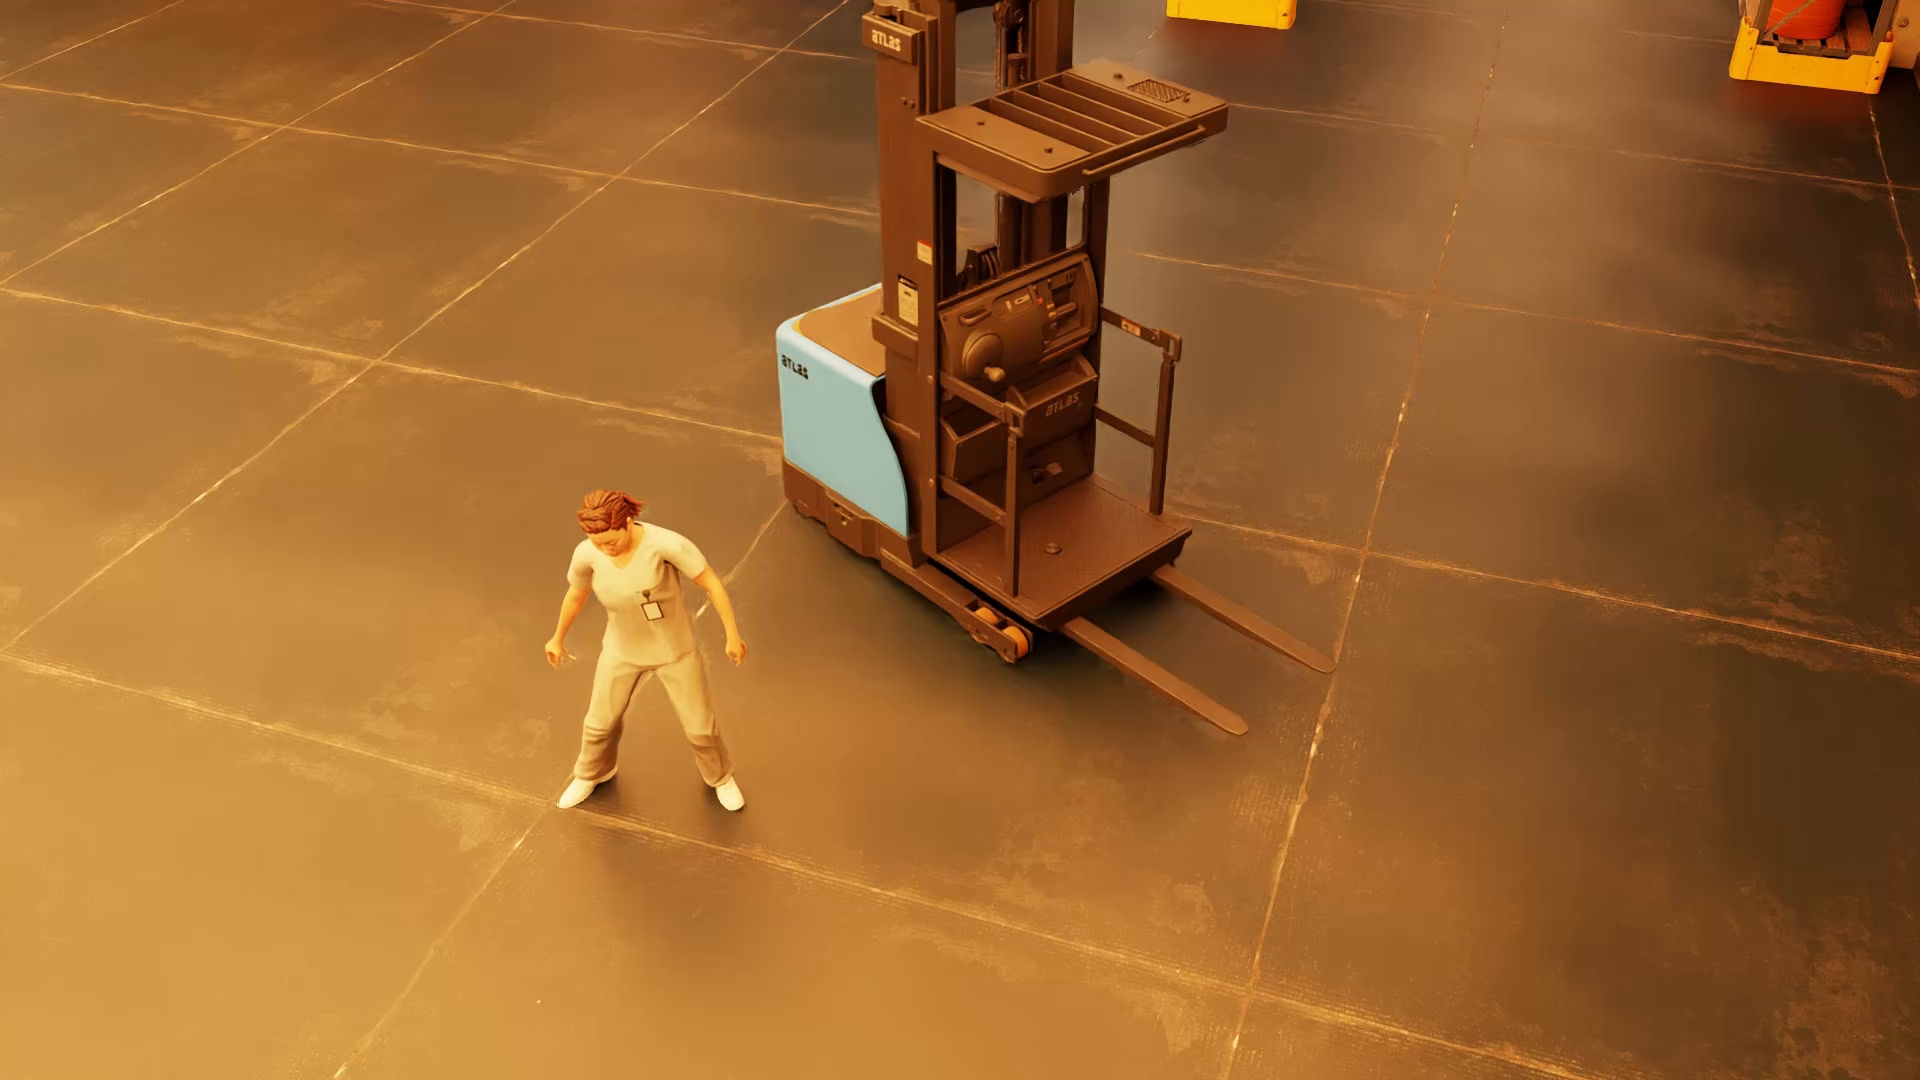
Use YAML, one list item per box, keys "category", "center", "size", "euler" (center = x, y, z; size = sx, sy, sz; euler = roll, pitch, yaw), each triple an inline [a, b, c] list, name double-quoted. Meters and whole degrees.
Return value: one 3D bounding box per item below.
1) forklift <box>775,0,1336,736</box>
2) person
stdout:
- category: "forklift"
  center: [0.422, -0.957, 7.460]
  size: [1.130, 2.935, 3.031]
  euler: [-28, 44, -33]
- category: "person"
  center: [-1.274, 0.449, 6.638]
  size: [0.864, 1.638, 0.385]
  euler: [1, 35, 1]
